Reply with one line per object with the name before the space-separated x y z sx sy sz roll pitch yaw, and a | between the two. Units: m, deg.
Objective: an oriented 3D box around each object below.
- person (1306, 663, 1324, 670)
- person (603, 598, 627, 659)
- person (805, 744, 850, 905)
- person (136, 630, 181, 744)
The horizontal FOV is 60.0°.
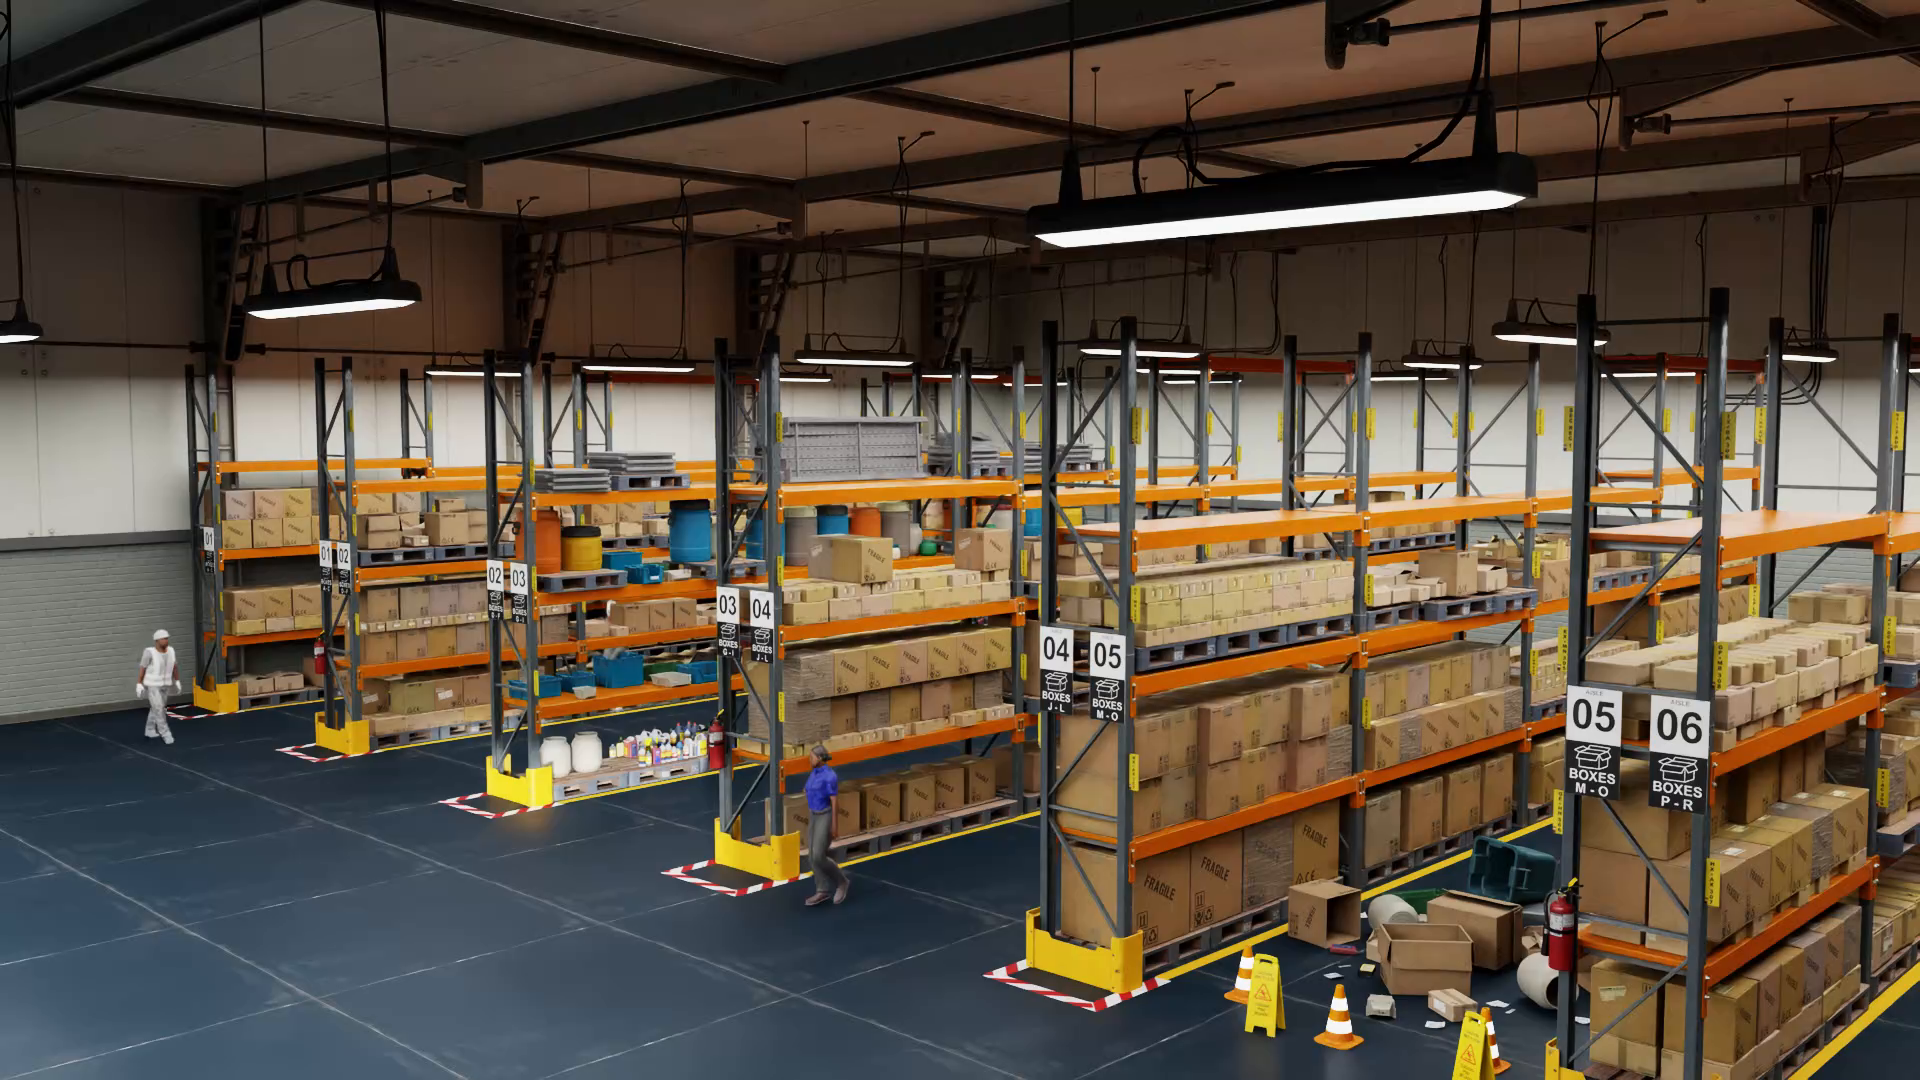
person | 4.814 2.581 22.631 0.552 1.825 0.591 -2 5 -29
person | -6.890 1.800 33.062 0.490 1.651 0.537 -3 5 -30
person | -1.451 2.994 17.532 0.428 1.662 0.505 -3 5 -33
person | -12.549 2.273 26.129 0.928 1.735 0.617 2 5 29
